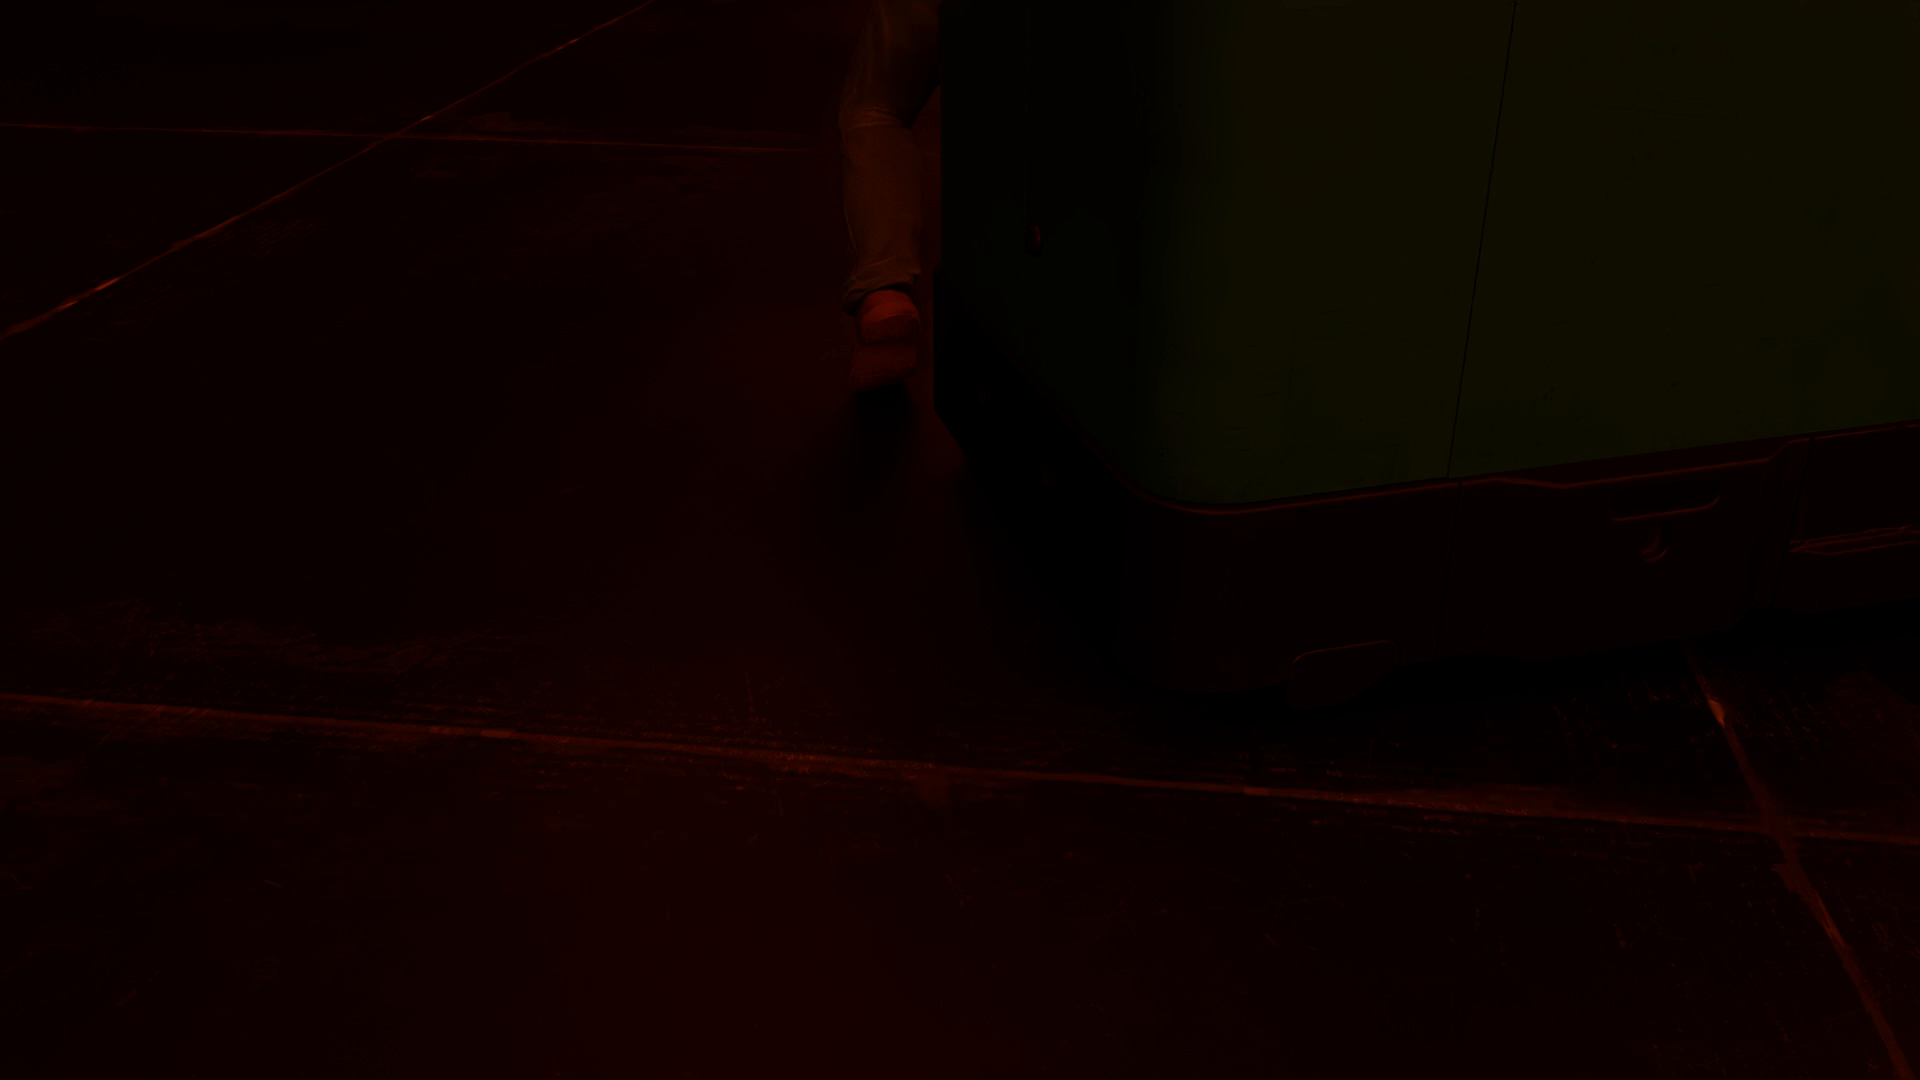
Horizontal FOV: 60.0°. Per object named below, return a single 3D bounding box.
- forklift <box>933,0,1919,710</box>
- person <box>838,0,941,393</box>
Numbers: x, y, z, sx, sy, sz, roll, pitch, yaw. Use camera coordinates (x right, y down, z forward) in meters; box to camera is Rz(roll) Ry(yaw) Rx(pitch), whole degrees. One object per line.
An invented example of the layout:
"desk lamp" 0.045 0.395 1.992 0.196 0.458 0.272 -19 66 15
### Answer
"forklift" 1.532 -1.462 2.148 3.031 2.935 1.130 -7 27 -14
"person" 0.212 -1.150 3.076 1.079 1.633 0.855 -6 27 -12
